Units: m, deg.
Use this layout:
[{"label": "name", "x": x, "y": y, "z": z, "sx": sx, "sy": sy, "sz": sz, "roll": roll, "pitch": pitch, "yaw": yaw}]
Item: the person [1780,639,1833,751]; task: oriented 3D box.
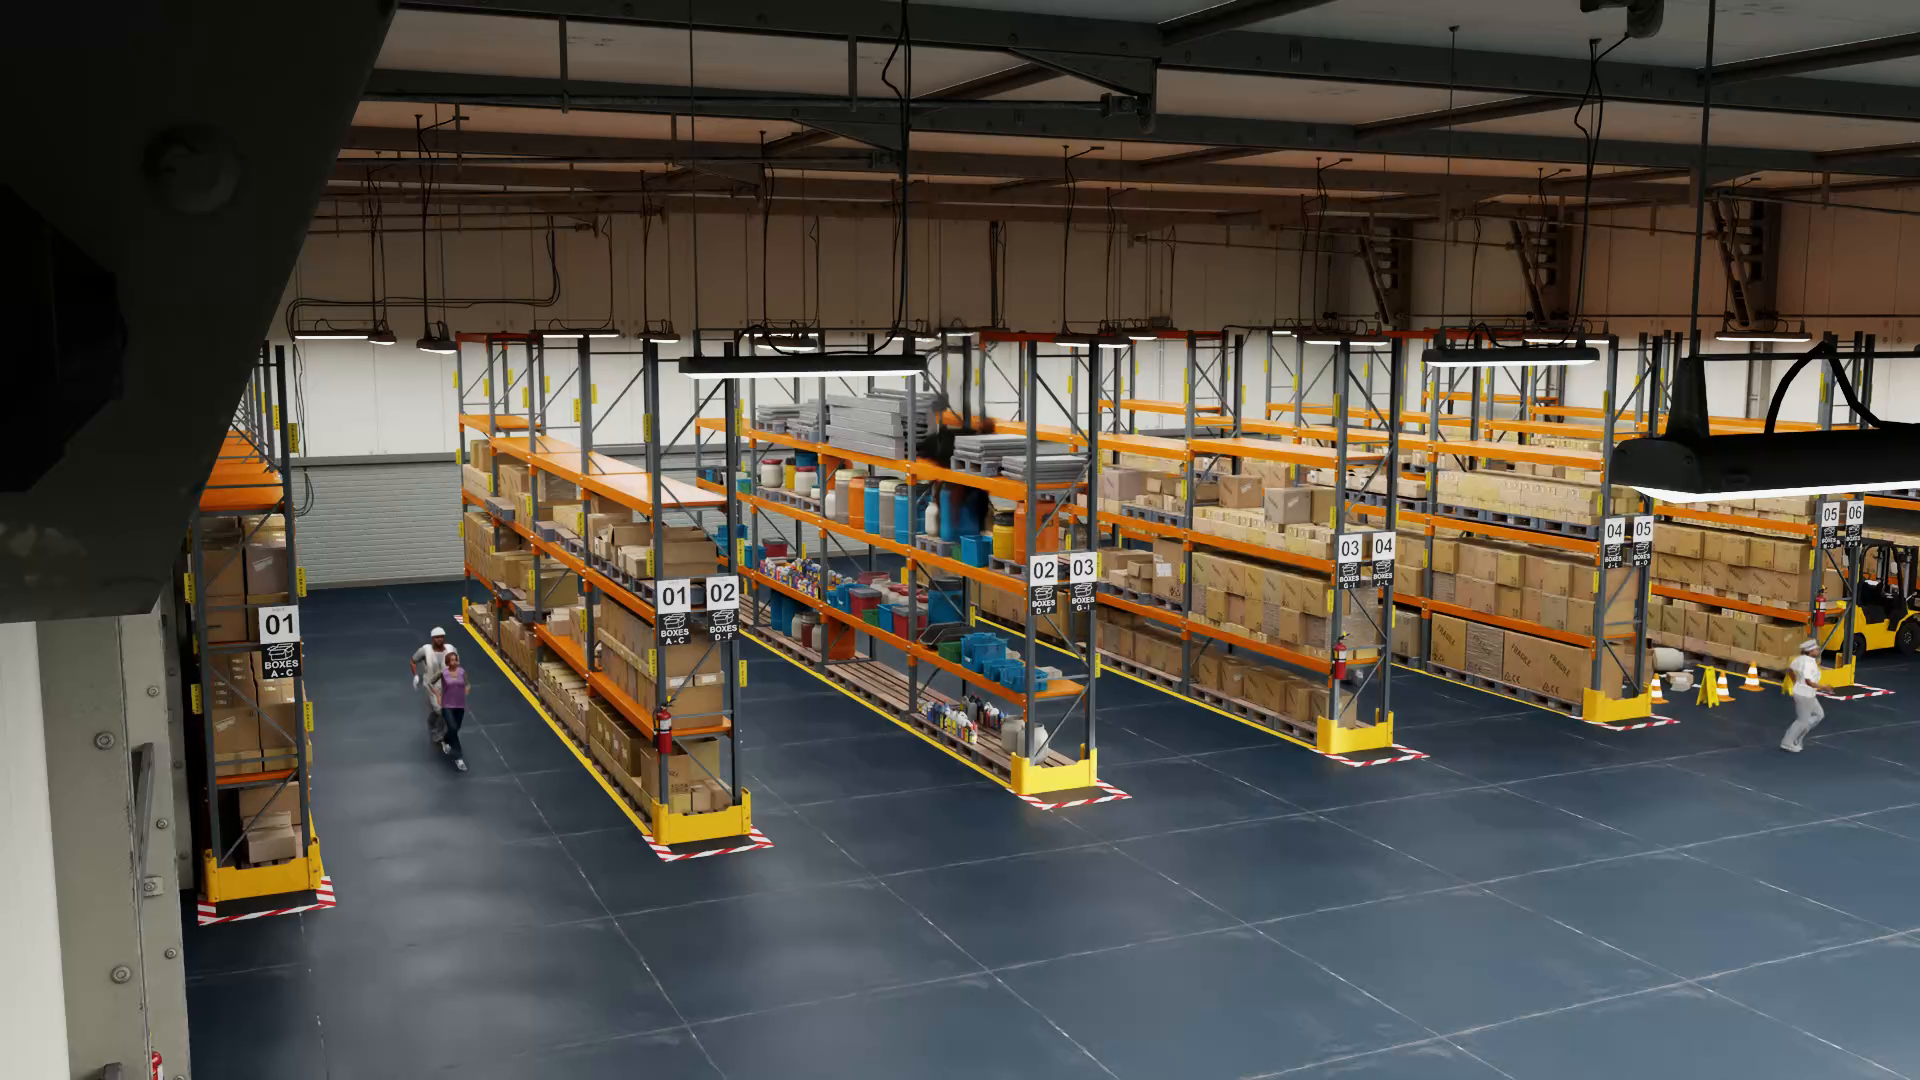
[{"label": "person", "x": 12.310, "y": 2.263, "z": 24.145, "sx": 0.631, "sy": 1.665, "sz": 0.577, "roll": 3, "pitch": 8, "yaw": 21}]

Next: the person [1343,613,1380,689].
[{"label": "person", "x": 6.830, "y": 1.619, "z": 28.546, "sx": 0.634, "sy": 1.811, "sz": 0.802, "roll": -6, "pitch": 10, "yaw": -40}]

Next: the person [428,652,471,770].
[{"label": "person", "x": -7.170, "y": 2.370, "z": 23.500, "sx": 0.539, "sy": 1.613, "sz": 0.871, "roll": -7, "pitch": 10, "yaw": -40}]

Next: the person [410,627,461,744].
[{"label": "person", "x": -7.690, "y": 2.151, "z": 24.530, "sx": 0.666, "sy": 1.746, "sz": 0.759, "roll": -5, "pitch": 9, "yaw": -34}]
